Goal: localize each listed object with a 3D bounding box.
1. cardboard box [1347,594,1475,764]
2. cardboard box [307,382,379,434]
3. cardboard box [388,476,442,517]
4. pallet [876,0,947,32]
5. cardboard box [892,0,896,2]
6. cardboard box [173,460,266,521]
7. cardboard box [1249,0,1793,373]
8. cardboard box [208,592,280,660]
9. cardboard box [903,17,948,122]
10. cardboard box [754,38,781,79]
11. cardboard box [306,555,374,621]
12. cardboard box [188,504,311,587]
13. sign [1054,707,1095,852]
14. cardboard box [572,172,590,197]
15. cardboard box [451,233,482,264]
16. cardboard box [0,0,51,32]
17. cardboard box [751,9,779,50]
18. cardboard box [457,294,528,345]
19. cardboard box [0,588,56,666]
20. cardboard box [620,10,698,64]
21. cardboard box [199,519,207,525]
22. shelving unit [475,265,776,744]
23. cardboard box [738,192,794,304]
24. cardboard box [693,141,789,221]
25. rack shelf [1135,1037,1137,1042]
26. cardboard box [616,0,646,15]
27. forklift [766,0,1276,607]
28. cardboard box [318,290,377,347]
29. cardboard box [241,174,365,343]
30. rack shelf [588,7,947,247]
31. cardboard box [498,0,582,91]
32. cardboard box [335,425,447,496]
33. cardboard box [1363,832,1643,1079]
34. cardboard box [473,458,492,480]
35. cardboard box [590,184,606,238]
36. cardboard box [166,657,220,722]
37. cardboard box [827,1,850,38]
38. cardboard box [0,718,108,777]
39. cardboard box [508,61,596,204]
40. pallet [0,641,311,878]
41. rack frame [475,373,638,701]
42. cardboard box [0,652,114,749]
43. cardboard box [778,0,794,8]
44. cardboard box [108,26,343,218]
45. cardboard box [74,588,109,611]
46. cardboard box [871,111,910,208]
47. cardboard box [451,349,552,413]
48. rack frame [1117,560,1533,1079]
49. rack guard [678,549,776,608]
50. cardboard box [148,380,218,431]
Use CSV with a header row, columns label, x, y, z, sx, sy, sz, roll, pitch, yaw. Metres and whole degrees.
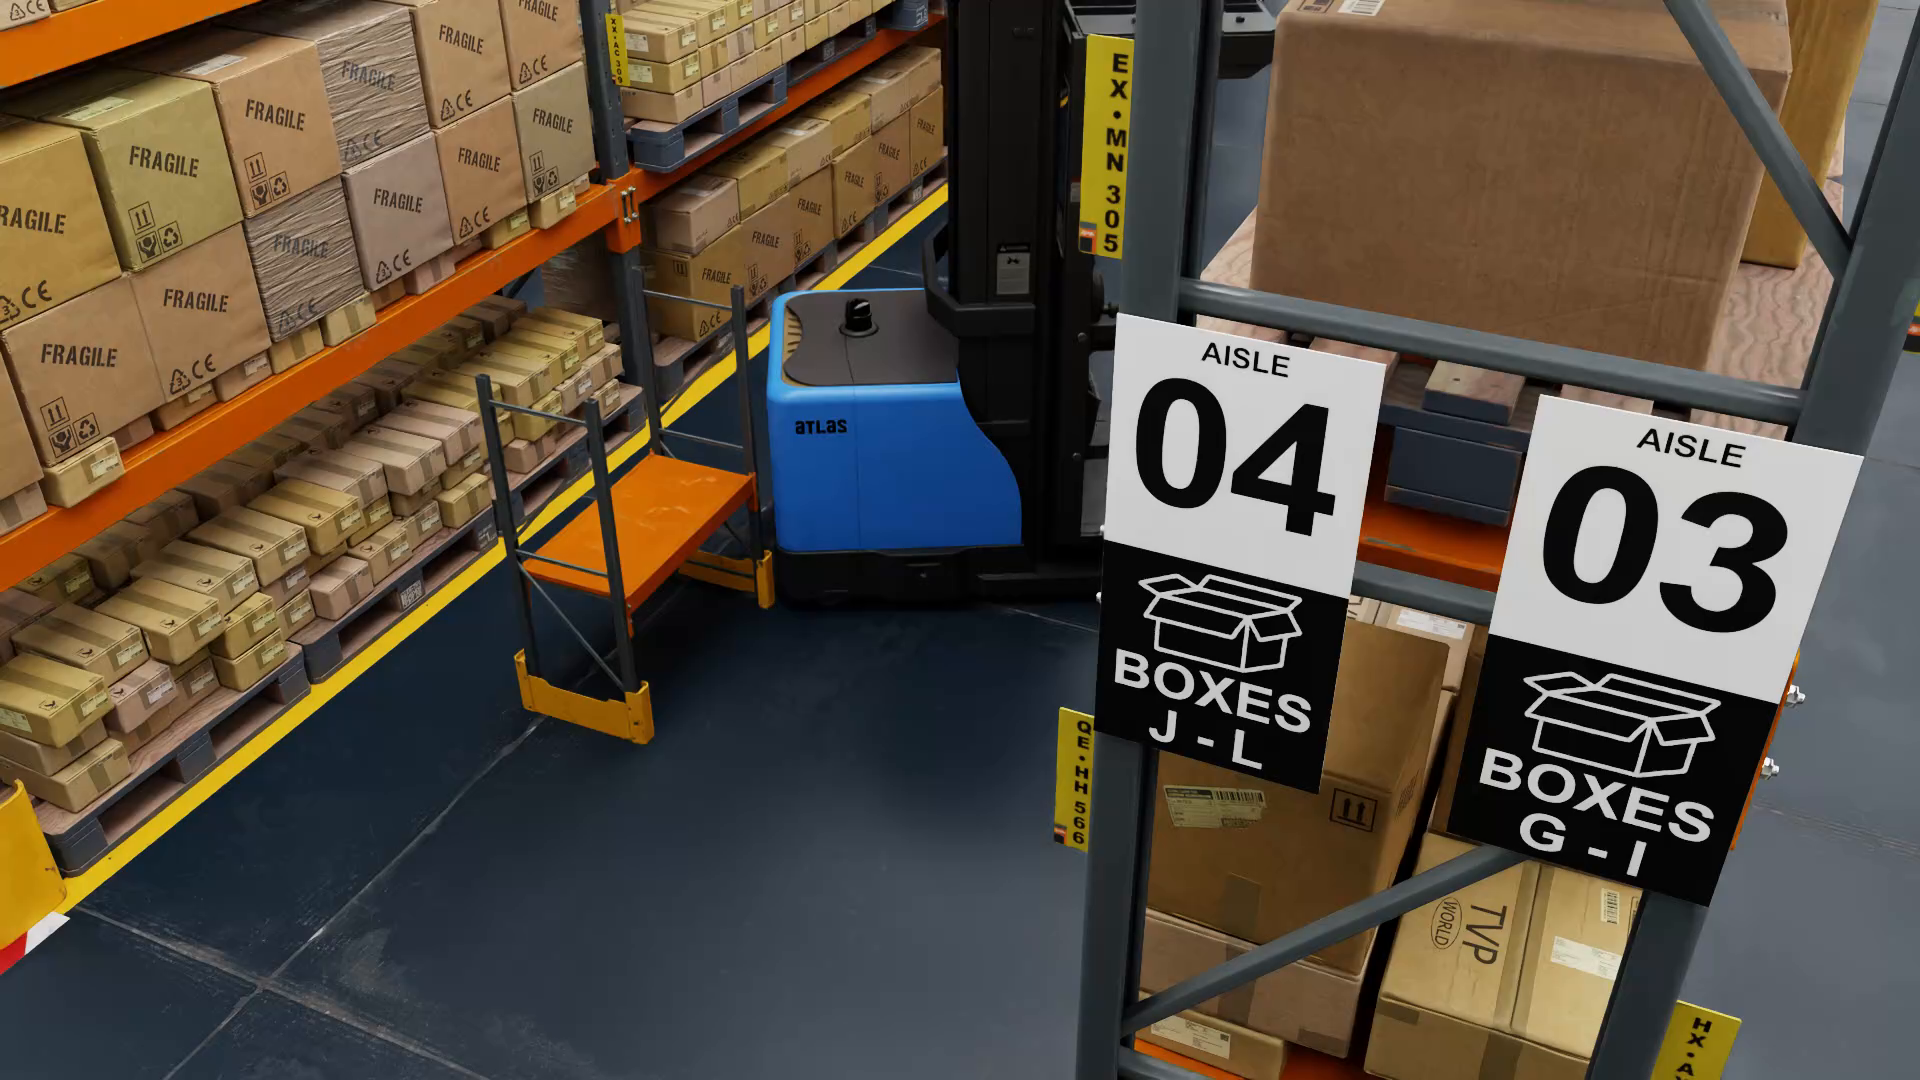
label,x,y,z,sx,sy,sz,roll,pitch,yaw
cardboard box,1.099,0.293,4.433,0.500,0.250,0.500,13,35,19
cardboard box,-2.909,-0.622,7.637,0.380,0.149,0.250,15,36,21
cardboard box,-2.532,-0.258,7.353,0.380,0.149,0.250,12,35,18
pallet,-0.606,-3.550,10.603,1.213,0.211,1.003,14,36,20
cardboard box,-0.513,-3.354,9.976,0.380,0.149,0.250,14,36,20
cardboard box,-3.171,-0.216,7.019,0.380,0.149,0.250,13,35,19
cardboard box,0.880,-0.622,2.662,0.700,0.500,0.500,12,35,18
cardboard box,-2.905,0.296,6.508,0.380,0.149,0.250,15,36,22
cardboard box,-0.068,-3.527,12.062,1.050,0.750,0.750,14,36,20
cardboard box,-1.170,-2.567,8.775,0.380,0.149,0.250,15,36,21
cardboard box,-2.699,0.174,6.966,0.380,0.149,0.250,12,35,18
cardboard box,-2.842,0.020,6.658,0.380,0.149,0.250,16,36,22
sign,0.224,0.448,3.059,0.100,0.325,0.005,14,36,20
cardboard box,-1.985,-1.716,7.861,0.380,0.149,0.250,14,36,20
cardboard box,-2.330,-1.331,7.274,0.380,0.149,0.250,13,35,19
cardboard box,-3.107,-1.643,4.922,0.500,0.250,0.500,15,36,22
cardboard box,-1.173,-2.691,8.693,0.380,0.149,0.250,13,35,18
cardboard box,-2.410,-1.126,8.405,0.380,0.149,0.250,16,36,22
cardboard box,-3.603,0.309,6.218,0.380,0.149,0.250,15,36,21
cardboard box,-1.495,-2.427,8.020,0.380,0.149,0.250,16,37,23
cardboard box,-3.245,-0.105,7.120,0.380,0.149,0.250,16,37,23
shelving unit,-1.291,-0.158,6.623,0.587,1.500,1.083,13,35,19
cardboard box,-1.308,-1.719,9.532,0.500,0.500,0.500,16,36,23
cardboard box,-1.308,-2.035,9.330,0.500,0.250,0.500,15,36,22
rack shelf,1.548,0.468,4.957,1.077,0.370,4.000,14,36,20
cardboard box,-1.866,-2.844,8.655,0.380,0.149,0.250,13,35,19
forklift,0.681,-1.245,6.976,3.031,2.935,1.130,-2,33,-3
cardboard box,-2.573,-0.921,6.649,0.380,0.149,0.250,15,36,21
cardboard box,-2.688,-1.120,6.361,0.500,0.500,0.500,13,36,19
rack shelf,-1.241,-2.713,9.808,1.077,0.370,4.000,14,36,20
cardboard box,-2.029,-2.306,7.256,0.500,0.500,0.500,13,35,19
cardboard box,-2.469,-0.346,7.217,0.380,0.149,0.250,13,35,19
cardboard box,1.158,0.924,3.471,0.500,0.250,0.500,13,36,19
cardboard box,-2.390,-0.367,7.792,0.380,0.149,0.250,13,36,19
cardboard box,-1.996,-1.890,9.110,0.500,0.250,0.500,13,36,19
cardboard box,-3.108,0.529,6.424,0.380,0.149,0.250,15,36,21
cardboard box,-0.845,-2.955,9.367,0.380,0.149,0.250,13,35,18
cardboard box,-3.299,0.665,5.946,0.380,0.149,0.250,16,36,22
cardboard box,-2.023,-1.878,7.516,0.500,0.500,0.500,14,36,21
pallet,-3.347,0.706,6.480,1.003,0.211,1.213,14,36,20
rack frame,-1.487,0.094,6.239,0.500,1.500,0.032,13,35,19
cardboard box,-3.223,0.560,5.836,0.380,0.149,0.250,13,35,18
cardboard box,-1.061,-2.946,8.811,0.380,0.149,0.250,14,36,20
cardboard box,-2.669,-1.534,6.079,0.500,0.500,0.500,13,35,19
cardboard box,-3.574,0.279,6.534,0.380,0.149,0.250,13,35,19
cardboard box,-0.663,-2.494,10.715,0.500,0.500,0.500,16,36,22
cardboard box,-2.159,-0.751,7.834,0.380,0.149,0.250,14,36,20
rack frame,0.708,1.162,3.242,0.949,2.616,0.053,14,36,20
rack guard,-1.095,0.114,7.348,0.587,0.250,0.087,13,35,19
cardboard box,-2.968,-0.554,6.089,0.380,0.149,0.250,14,36,20
